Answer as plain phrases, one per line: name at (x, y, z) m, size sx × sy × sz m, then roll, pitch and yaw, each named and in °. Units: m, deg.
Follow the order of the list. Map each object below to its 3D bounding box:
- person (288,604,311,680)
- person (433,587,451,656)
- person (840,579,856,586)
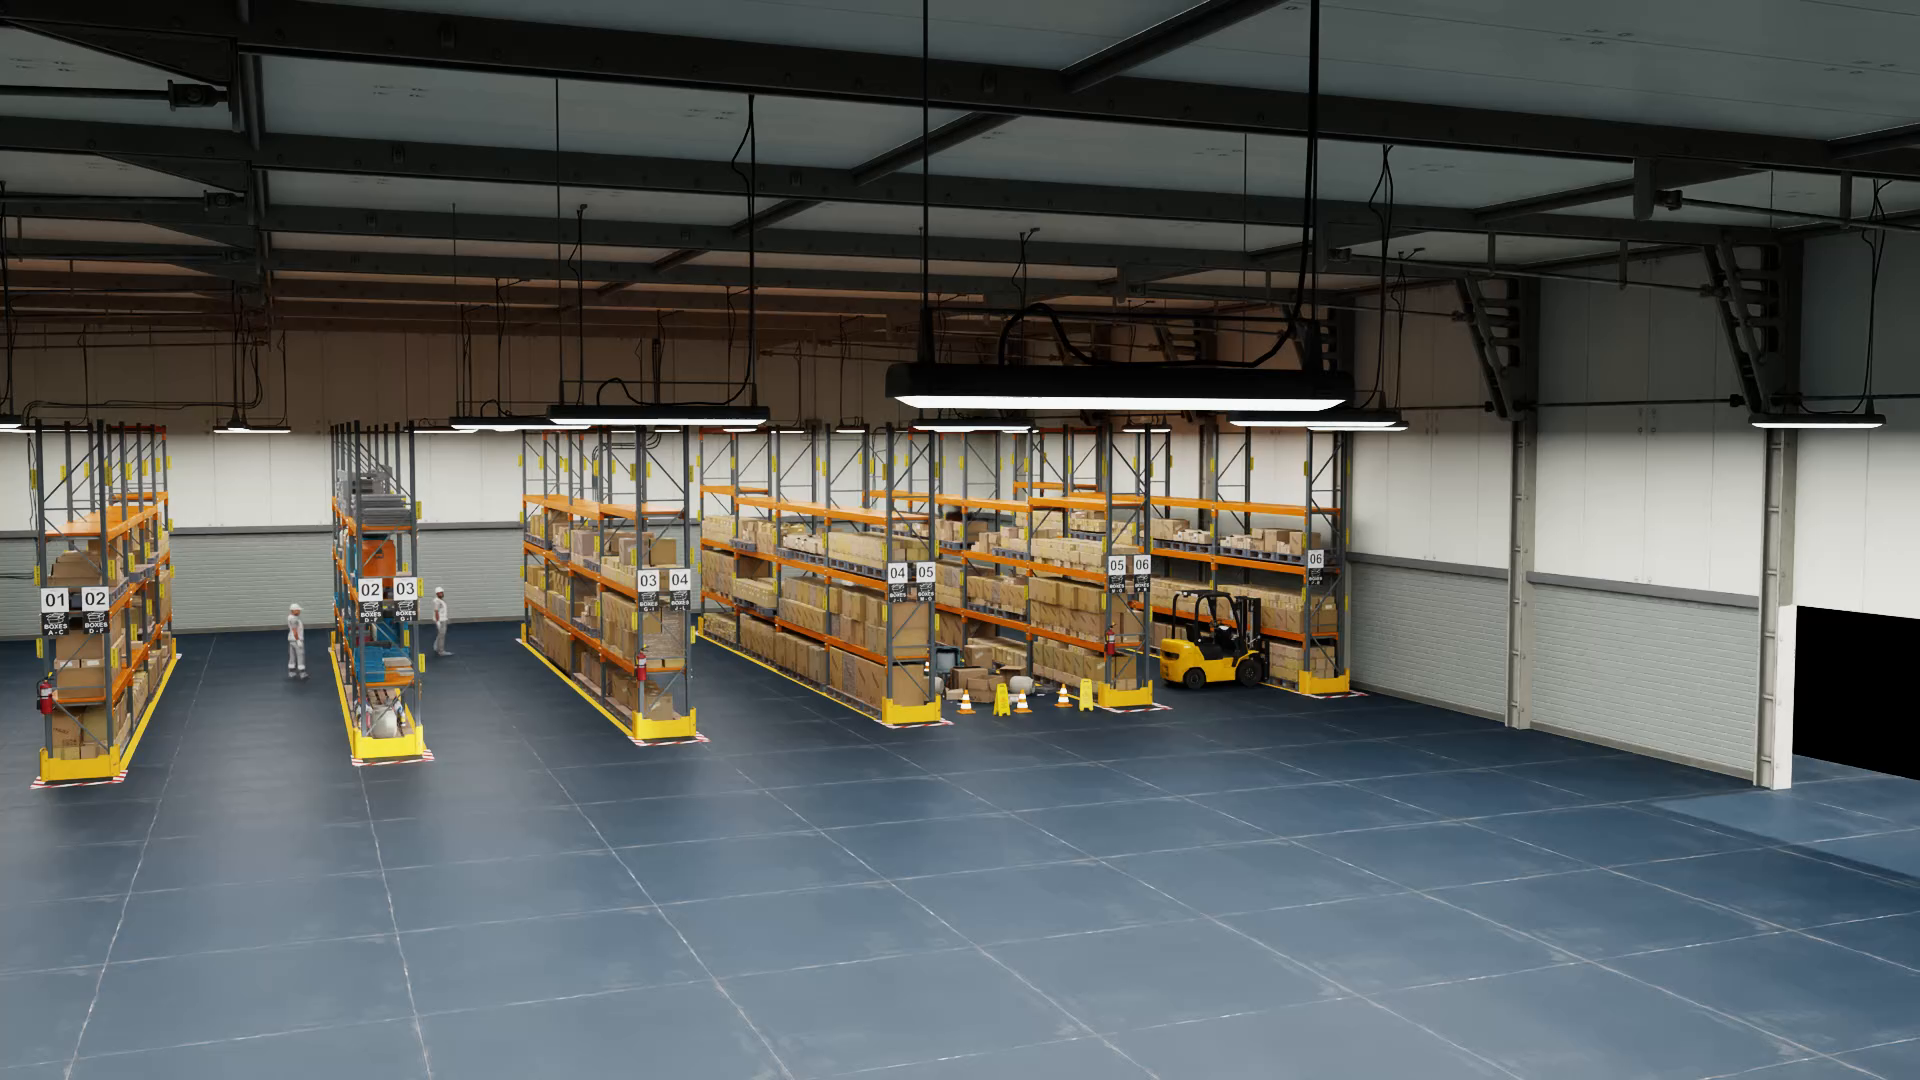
person at (-15.515, 2.384, 39.009) m, size 0.461 × 1.783 × 0.622 m, roll -3°, pitch 5°, yaw -41°
person at (-13.503, 2.116, 43.369) m, size 0.477 × 1.791 × 0.580 m, roll -2°, pitch 4°, yaw -26°
person at (-3.544, 1.645, 51.852) m, size 0.548 × 1.643 × 0.754 m, roll 1°, pitch 4°, yaw 15°
